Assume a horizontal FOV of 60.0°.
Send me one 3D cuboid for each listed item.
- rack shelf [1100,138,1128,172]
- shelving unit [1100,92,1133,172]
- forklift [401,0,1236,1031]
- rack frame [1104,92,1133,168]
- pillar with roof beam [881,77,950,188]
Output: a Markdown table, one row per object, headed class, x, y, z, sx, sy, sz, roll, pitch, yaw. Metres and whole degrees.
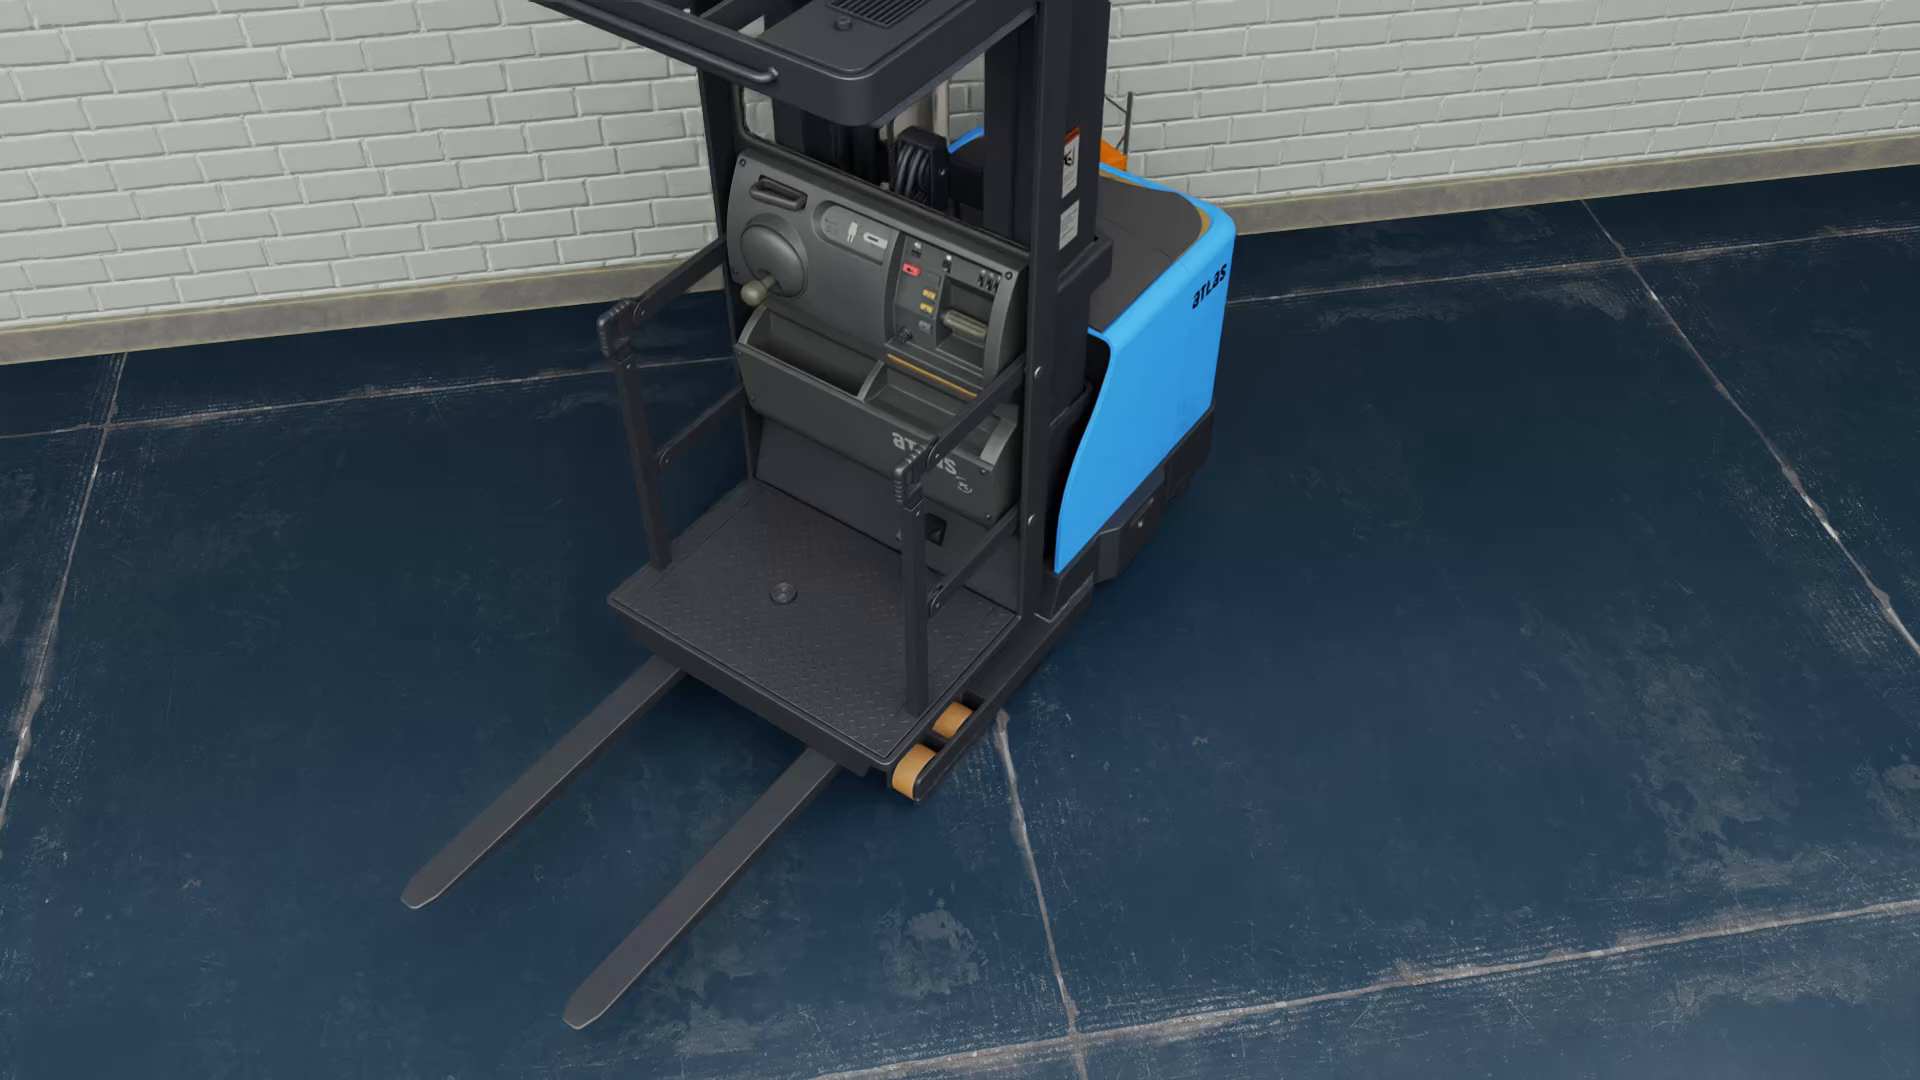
| class | x | y | z | sx | sy | sz | roll | pitch | yaw |
| --- | --- | --- | --- | --- | --- | --- | --- | --- | --- |
| rack shelf | 0.427 | -1.315 | 5.744 | 0.180 | 0.103 | 0.258 | -25 | 52 | -23 |
| shelving unit | 0.425 | -1.097 | 5.972 | 0.189 | 1.200 | 0.258 | -25 | 52 | -23 |
| forklift | -0.371 | -0.640 | 4.332 | 1.130 | 2.935 | 3.031 | 27 | 52 | 24 |
| rack frame | 0.502 | -1.133 | 6.007 | 0.006 | 1.200 | 0.240 | -25 | 52 | -23 |
| pillar with roof beam | 0.477 | -1.083 | 0.545 | 0.400 | 9.000 | 9.100 | -7 | 46 | -7 |
